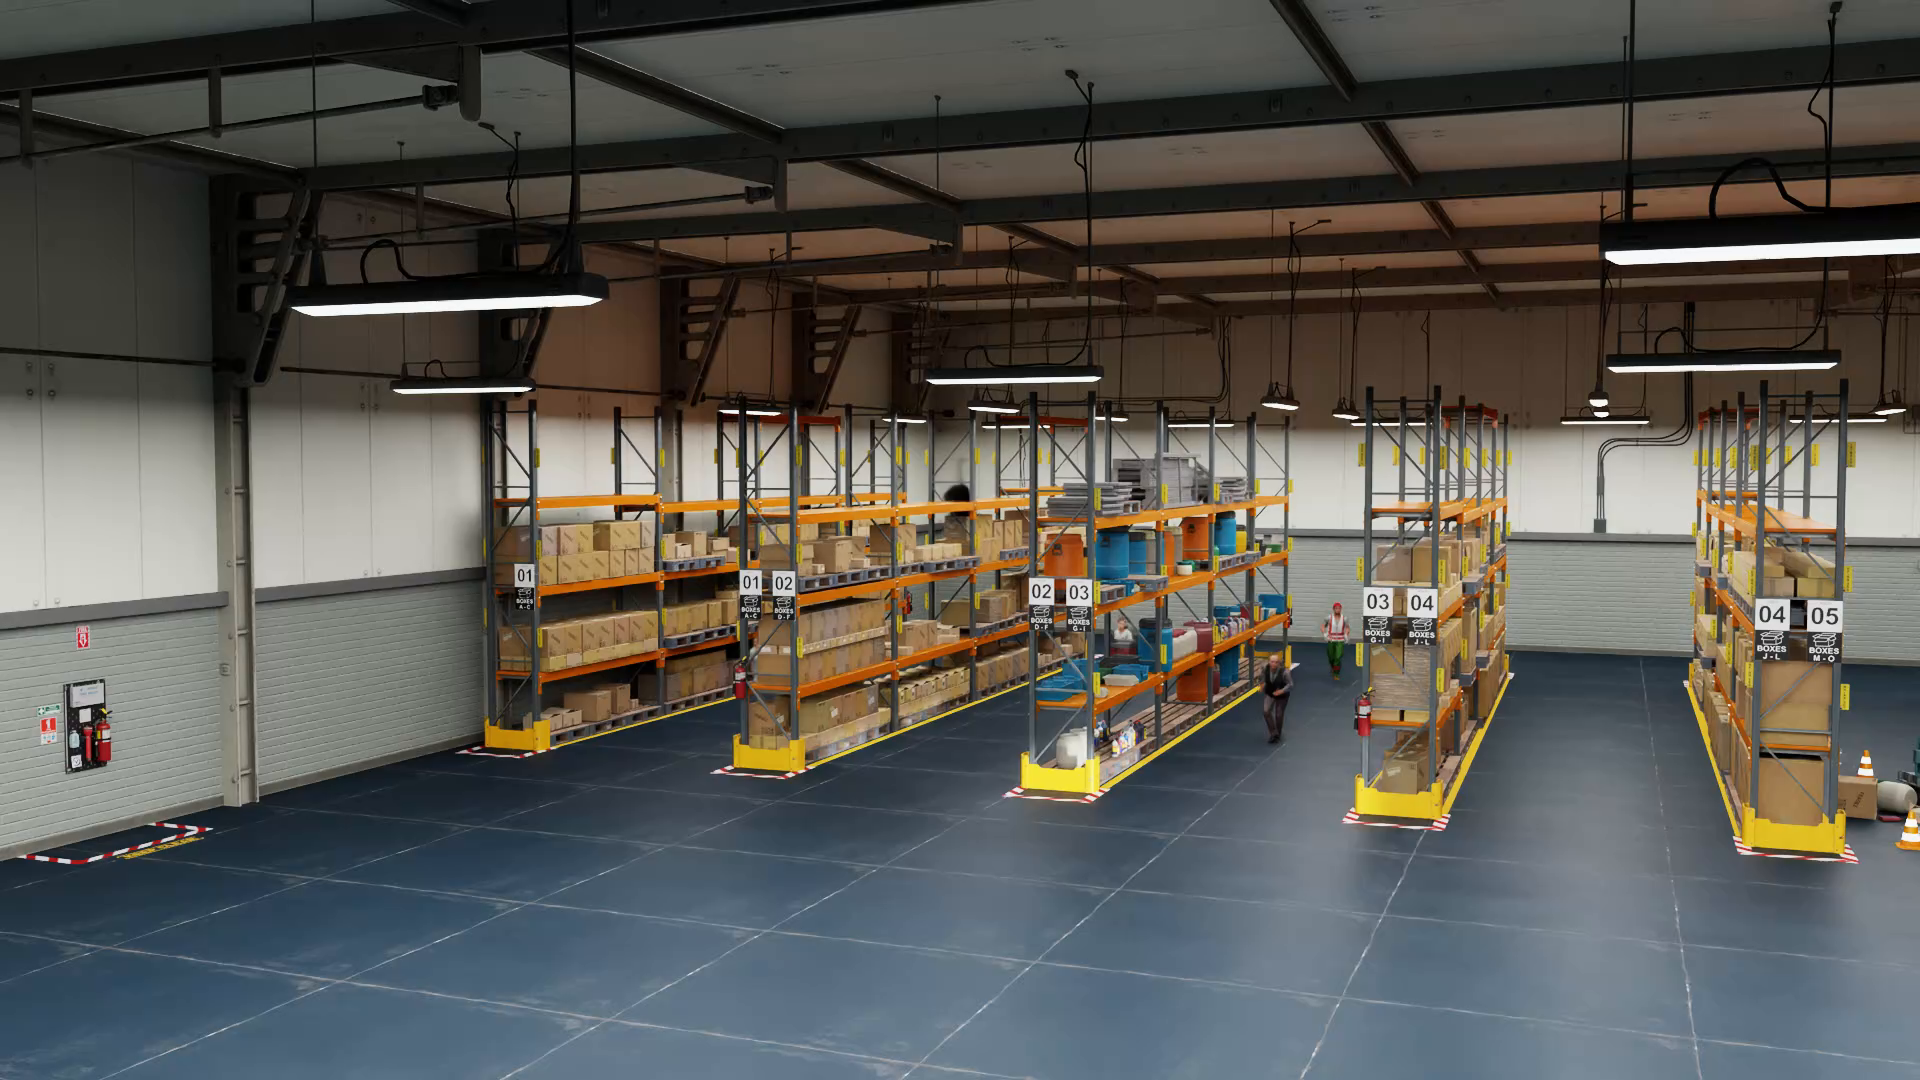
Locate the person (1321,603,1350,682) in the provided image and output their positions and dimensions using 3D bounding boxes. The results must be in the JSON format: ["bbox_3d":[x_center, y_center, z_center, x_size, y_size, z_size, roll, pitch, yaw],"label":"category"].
[{"bbox_3d":[8.469,2.286,37.473,0.651,1.761,0.659,0,3,5],"label":"person"}]

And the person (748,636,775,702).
[{"bbox_3d":[-3.837,2.617,31.950,0.530,1.562,0.838,0,3,7],"label":"person"}]

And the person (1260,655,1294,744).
[{"bbox_3d":[5.601,2.757,29.320,0.659,1.558,1.065,1,3,22],"label":"person"}]

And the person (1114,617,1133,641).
[{"bbox_3d":[3.425,2.447,35.277,0.568,1.623,0.729,2,3,29],"label":"person"}]
